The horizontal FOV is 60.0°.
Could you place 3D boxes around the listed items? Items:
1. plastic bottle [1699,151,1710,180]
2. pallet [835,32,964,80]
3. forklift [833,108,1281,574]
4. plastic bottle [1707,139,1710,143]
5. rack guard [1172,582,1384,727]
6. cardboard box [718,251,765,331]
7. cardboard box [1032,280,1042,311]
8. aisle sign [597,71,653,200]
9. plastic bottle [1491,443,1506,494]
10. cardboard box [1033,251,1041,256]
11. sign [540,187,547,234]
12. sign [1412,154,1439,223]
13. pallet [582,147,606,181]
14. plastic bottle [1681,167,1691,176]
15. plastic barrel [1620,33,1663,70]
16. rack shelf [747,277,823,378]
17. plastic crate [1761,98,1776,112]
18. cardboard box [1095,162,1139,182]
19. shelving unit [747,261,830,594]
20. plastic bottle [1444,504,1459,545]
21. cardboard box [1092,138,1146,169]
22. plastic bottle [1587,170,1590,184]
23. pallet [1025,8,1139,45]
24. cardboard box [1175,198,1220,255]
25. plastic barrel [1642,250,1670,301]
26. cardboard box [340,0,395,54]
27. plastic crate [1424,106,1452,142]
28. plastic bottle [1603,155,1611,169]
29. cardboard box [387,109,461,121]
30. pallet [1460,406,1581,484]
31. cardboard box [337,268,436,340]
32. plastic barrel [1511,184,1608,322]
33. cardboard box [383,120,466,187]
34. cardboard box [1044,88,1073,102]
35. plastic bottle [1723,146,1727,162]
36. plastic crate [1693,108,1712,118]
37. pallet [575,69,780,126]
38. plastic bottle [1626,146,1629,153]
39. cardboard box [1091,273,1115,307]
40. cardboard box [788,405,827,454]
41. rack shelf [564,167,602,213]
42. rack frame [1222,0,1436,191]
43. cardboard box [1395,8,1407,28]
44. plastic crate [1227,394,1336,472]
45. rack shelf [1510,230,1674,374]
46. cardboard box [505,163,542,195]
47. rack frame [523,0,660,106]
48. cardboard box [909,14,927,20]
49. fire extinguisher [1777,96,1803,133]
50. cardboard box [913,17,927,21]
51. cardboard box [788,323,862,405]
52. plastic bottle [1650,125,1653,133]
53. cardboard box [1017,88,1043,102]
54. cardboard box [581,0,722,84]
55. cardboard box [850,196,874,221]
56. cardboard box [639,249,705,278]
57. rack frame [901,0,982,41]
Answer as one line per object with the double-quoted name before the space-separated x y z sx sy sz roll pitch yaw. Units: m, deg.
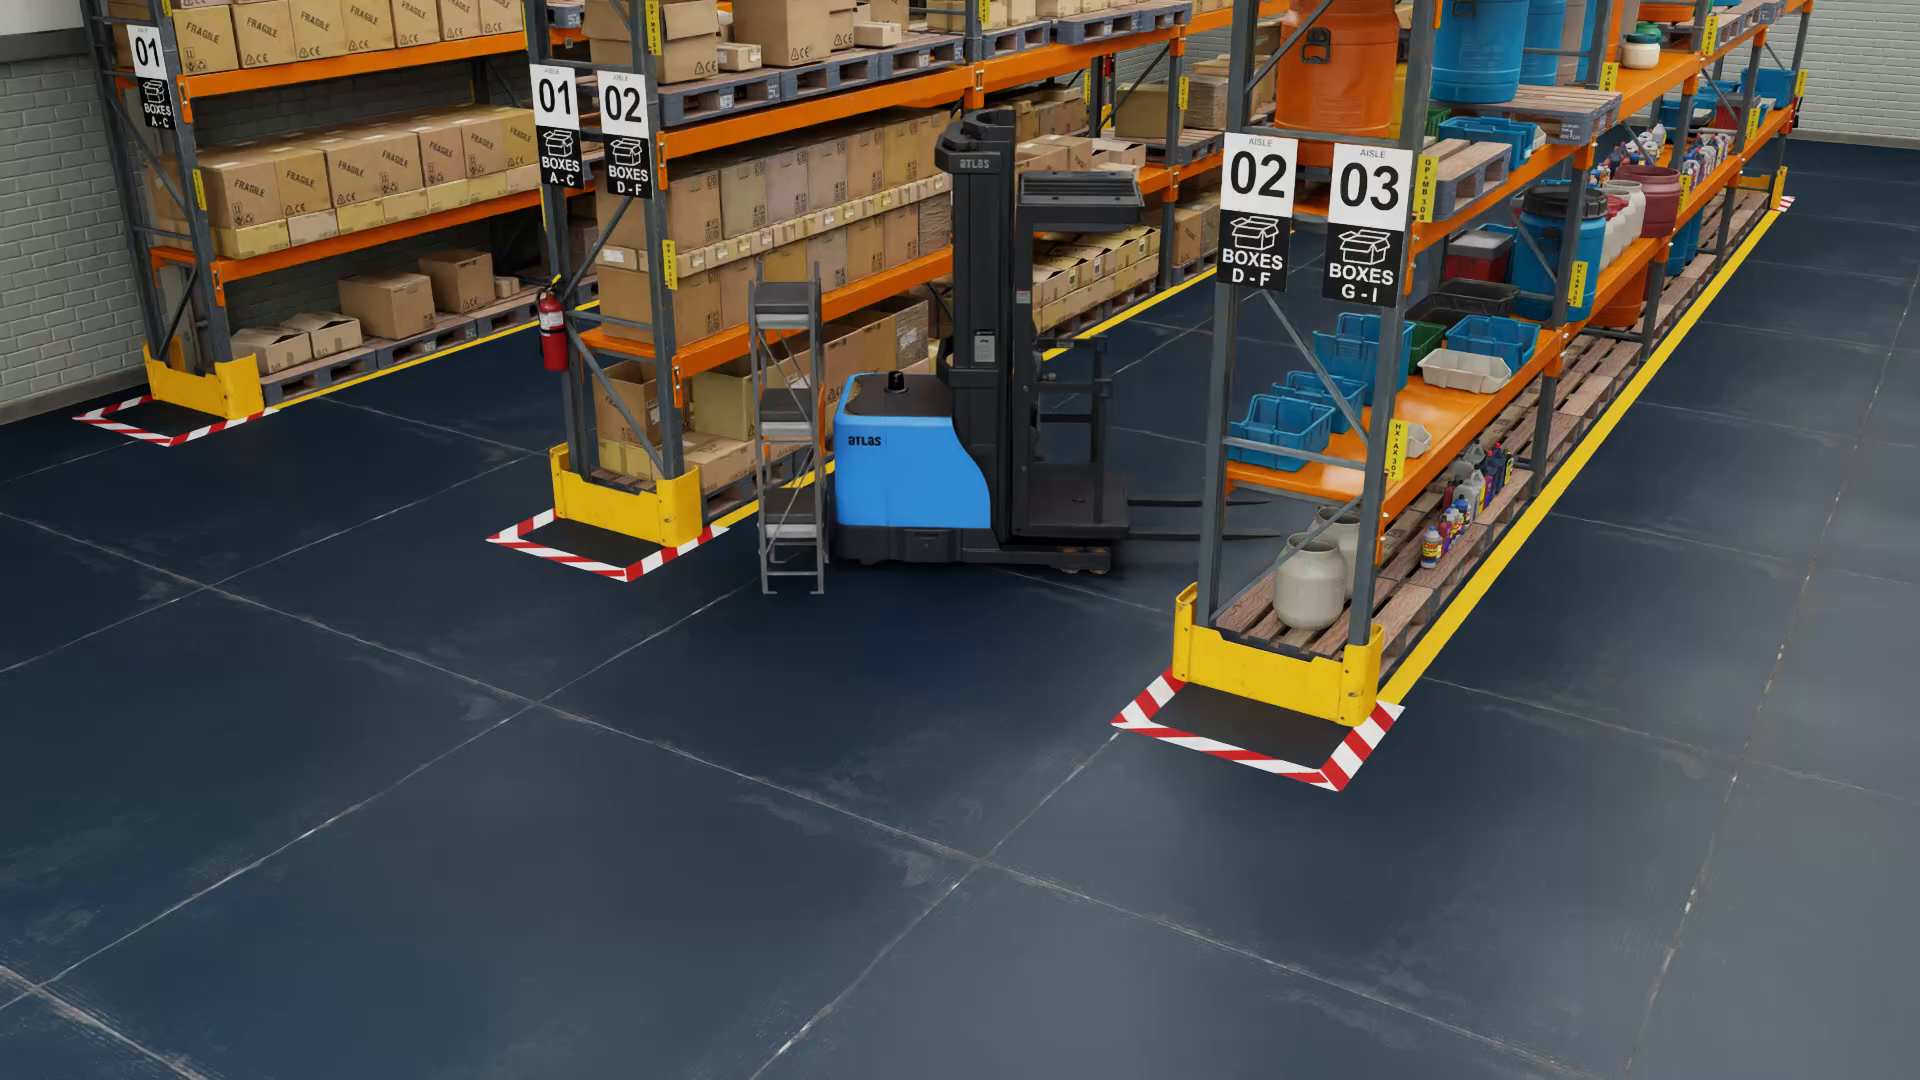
"plastic bottle" 7.567 -3.839 16.998 0.152 0.276 0.135 14 27 29
"pallet" -0.702 -3.895 13.308 1.003 0.211 1.213 14 27 29
"forklift" 0.681 -1.332 11.138 3.031 2.935 1.130 1 23 2
"plastic bottle" 8.103 -4.242 18.022 0.097 0.201 0.097 0 23 0
"rack guard" 1.822 0.648 9.623 1.175 0.500 0.348 14 27 29
"cardboard box" -1.854 -1.882 12.195 0.700 0.500 0.500 15 27 30
"cardboard box" 0.424 -2.296 15.505 0.500 0.311 0.500 14 27 28
"aisle sign" -2.158 -2.609 10.730 0.394 0.787 0.004 14 27 29
"plastic bottle" 3.837 -0.522 11.961 0.144 0.351 0.185 13 27 28
"cardboard box" 0.499 -2.751 16.557 0.500 0.311 0.500 13 27 28
"sign" -2.838 -2.261 11.442 0.100 0.325 0.005 14 27 29
"sign" 2.287 -1.727 8.177 0.100 0.325 0.005 14 27 29
"pallet" -3.958 -4.029 17.523 1.003 0.211 1.213 14 27 29
"plastic bottle" 7.066 -3.495 16.210 0.097 0.271 0.097 0 23 0
"plastic barrel" 5.570 -3.998 13.609 0.301 0.262 0.301 0 23 0
"rack shelf" -1.093 -1.341 10.474 0.431 0.518 0.480 0 23 0
"plastic crate" 9.986 -5.457 20.836 0.396 0.136 0.243 14 27 29
"cardboard box" 1.596 -3.726 16.898 0.380 0.149 0.250 14 27 29
"shelving unit" -1.095 -0.711 10.746 0.431 2.100 0.503 0 23 0
"plastic bottle" 3.277 -0.109 11.107 0.097 0.271 0.097 0 23 0
"cardboard box" 1.607 -4.048 17.438 0.500 0.311 0.500 16 28 32
"plastic bottle" 6.015 -3.414 16.007 0.061 0.283 0.133 14 27 29
"pallet" 0.967 -4.867 15.679 1.003 0.211 1.213 15 28 31
"cardboard box" 2.590 -3.529 18.719 0.500 0.500 0.500 13 27 27
"plastic barrel" 6.882 -2.799 16.948 0.600 0.588 0.708 14 27 29
"cardboard box" -5.357 -4.567 14.597 0.500 0.500 0.500 16 28 32
"plastic crate" 2.869 -2.617 10.511 0.336 0.188 0.450 14 27 29
"plastic bottle" 6.496 -3.722 16.718 0.061 0.283 0.133 14 27 29
"cardboard box" -5.186 -3.885 16.169 0.500 0.500 0.500 14 27 29
"pallet" 4.314 -0.807 13.348 1.003 0.211 1.213 14 27 29
"cardboard box" -5.423 -2.239 15.738 0.700 0.500 0.500 12 26 26
"plastic barrel" 4.393 -2.110 12.218 0.600 0.901 0.708 14 27 29
"cardboard box" -5.004 -3.612 15.538 0.500 0.500 0.500 13 27 27
"cardboard box" 1.514 -6.858 25.617 0.380 0.149 0.250 15 27 30
"plastic bottle" 8.181 -4.177 17.873 0.097 0.201 0.097 0 23 0
"plastic crate" 8.815 -5.071 19.944 0.293 0.136 0.466 14 27 29
"pallet" -1.989 -3.072 11.406 1.003 0.211 1.213 14 27 29
"plastic bottle" 6.889 -3.954 17.270 0.097 0.271 0.097 0 23 0
"cardboard box" 1.229 -2.561 16.823 0.500 0.250 0.500 15 27 30
"cardboard box" -1.387 -0.906 13.000 0.500 0.250 0.500 14 27 29
"rack shelf" -3.429 -4.235 18.661 1.077 0.370 4.000 14 27 29
"rack frame" 1.822 -3.217 7.853 1.000 3.000 0.127 14 27 29
"cardboard box" 5.789 -7.029 22.827 0.500 0.500 0.500 15 27 30
"plastic crate" 1.832 -0.627 9.609 0.499 0.251 0.616 14 27 29
"rack shelf" 4.987 -2.158 13.866 1.077 0.370 4.000 14 27 29
"cardboard box" -4.477 -3.607 16.469 0.500 0.250 0.500 14 27 29
"rack frame" -2.384 -4.256 10.254 1.000 3.000 0.127 14 27 29
"cardboard box" -0.728 -7.025 22.732 0.500 0.250 0.500 15 27 31
"fire extinguisher" 10.728 -5.613 21.506 0.296 0.674 0.183 14 27 29
"cardboard box" -0.293 -6.914 22.476 0.500 0.250 0.500 15 27 30
"cardboard box" -1.119 -1.418 13.238 0.500 0.500 0.500 14 27 29
"plastic bottle" 7.596 -4.426 18.344 0.061 0.283 0.133 14 27 29
"cardboard box" 1.058 -6.854 25.609 0.380 0.149 0.250 14 27 29
"cardboard box" -2.077 -3.377 11.164 0.797 0.503 0.637 16 28 33
"cardboard box" -0.906 -2.631 13.111 0.380 0.149 0.250 15 27 30
"cardboard box" -1.994 -1.934 11.499 0.380 0.149 0.250 14 27 29
"rack frame" -0.274 -5.606 13.372 1.000 3.000 0.127 14 27 29
